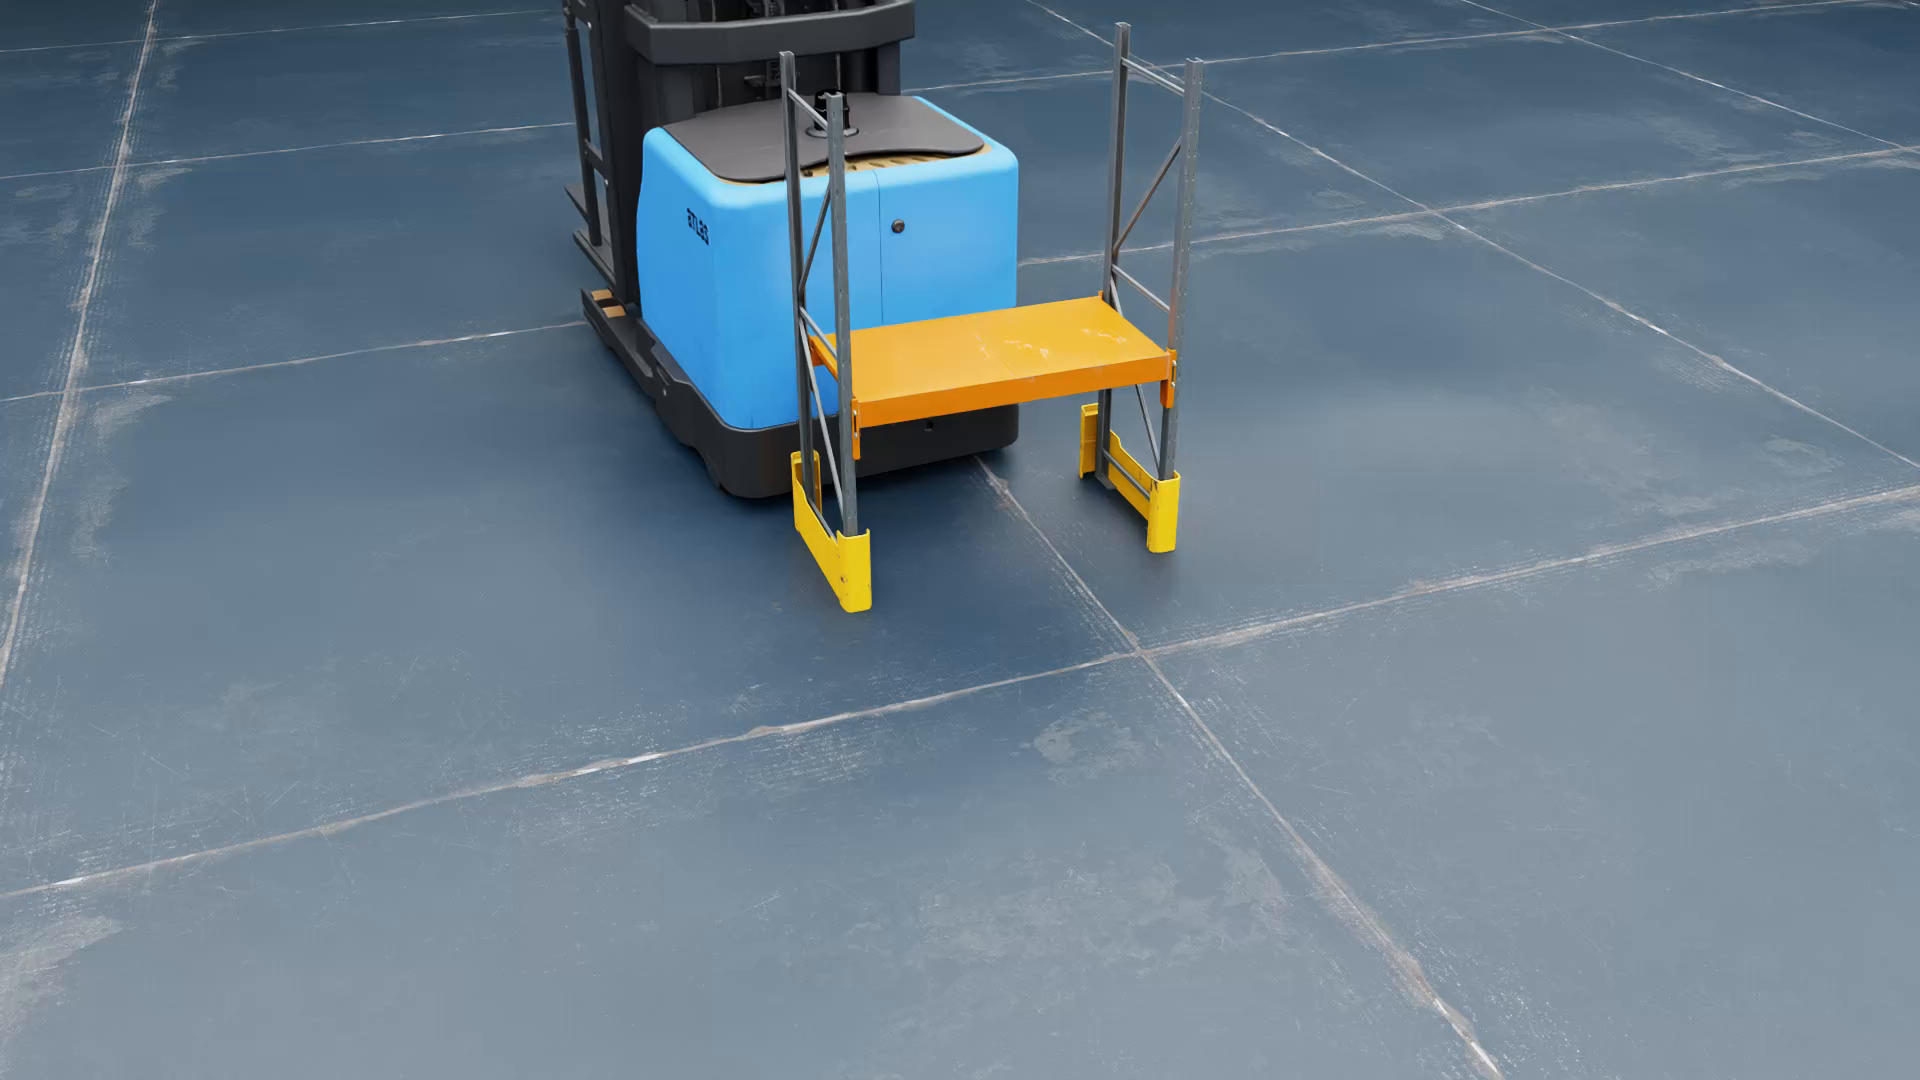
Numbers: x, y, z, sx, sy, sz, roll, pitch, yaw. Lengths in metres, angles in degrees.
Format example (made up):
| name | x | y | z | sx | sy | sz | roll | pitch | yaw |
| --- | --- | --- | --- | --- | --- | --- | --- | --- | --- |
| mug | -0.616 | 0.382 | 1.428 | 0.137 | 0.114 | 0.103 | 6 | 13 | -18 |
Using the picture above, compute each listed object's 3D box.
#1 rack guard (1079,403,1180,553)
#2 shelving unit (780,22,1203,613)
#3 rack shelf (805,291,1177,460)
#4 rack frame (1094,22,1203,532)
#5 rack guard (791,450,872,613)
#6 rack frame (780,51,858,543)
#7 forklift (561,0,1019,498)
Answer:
| name | x | y | z | sx | sy | sz | roll | pitch | yaw |
| --- | --- | --- | --- | --- | --- | --- | --- | --- | --- |
| rack guard | 0.538 | -0.208 | 5.362 | 0.087 | 0.250 | 0.587 | -10 | 31 | -18 |
| shelving unit | 0.071 | -0.665 | 4.902 | 1.083 | 1.500 | 0.587 | -10 | 31 | -18 |
| rack shelf | 0.080 | -0.510 | 4.994 | 1.000 | 0.185 | 0.538 | -10 | 31 | -18 |
| rack frame | 0.556 | -0.754 | 5.059 | 0.032 | 1.500 | 0.500 | -10 | 31 | -18 |
| rack guard | -0.395 | -0.036 | 5.060 | 0.087 | 0.250 | 0.587 | -10 | 31 | -18 |
| rack frame | -0.396 | -0.579 | 4.751 | 0.032 | 1.500 | 0.500 | -10 | 31 | -18 |
| forklift | -0.878 | -2.116 | 6.003 | 1.130 | 2.935 | 3.031 | -13 | 32 | -22 |
